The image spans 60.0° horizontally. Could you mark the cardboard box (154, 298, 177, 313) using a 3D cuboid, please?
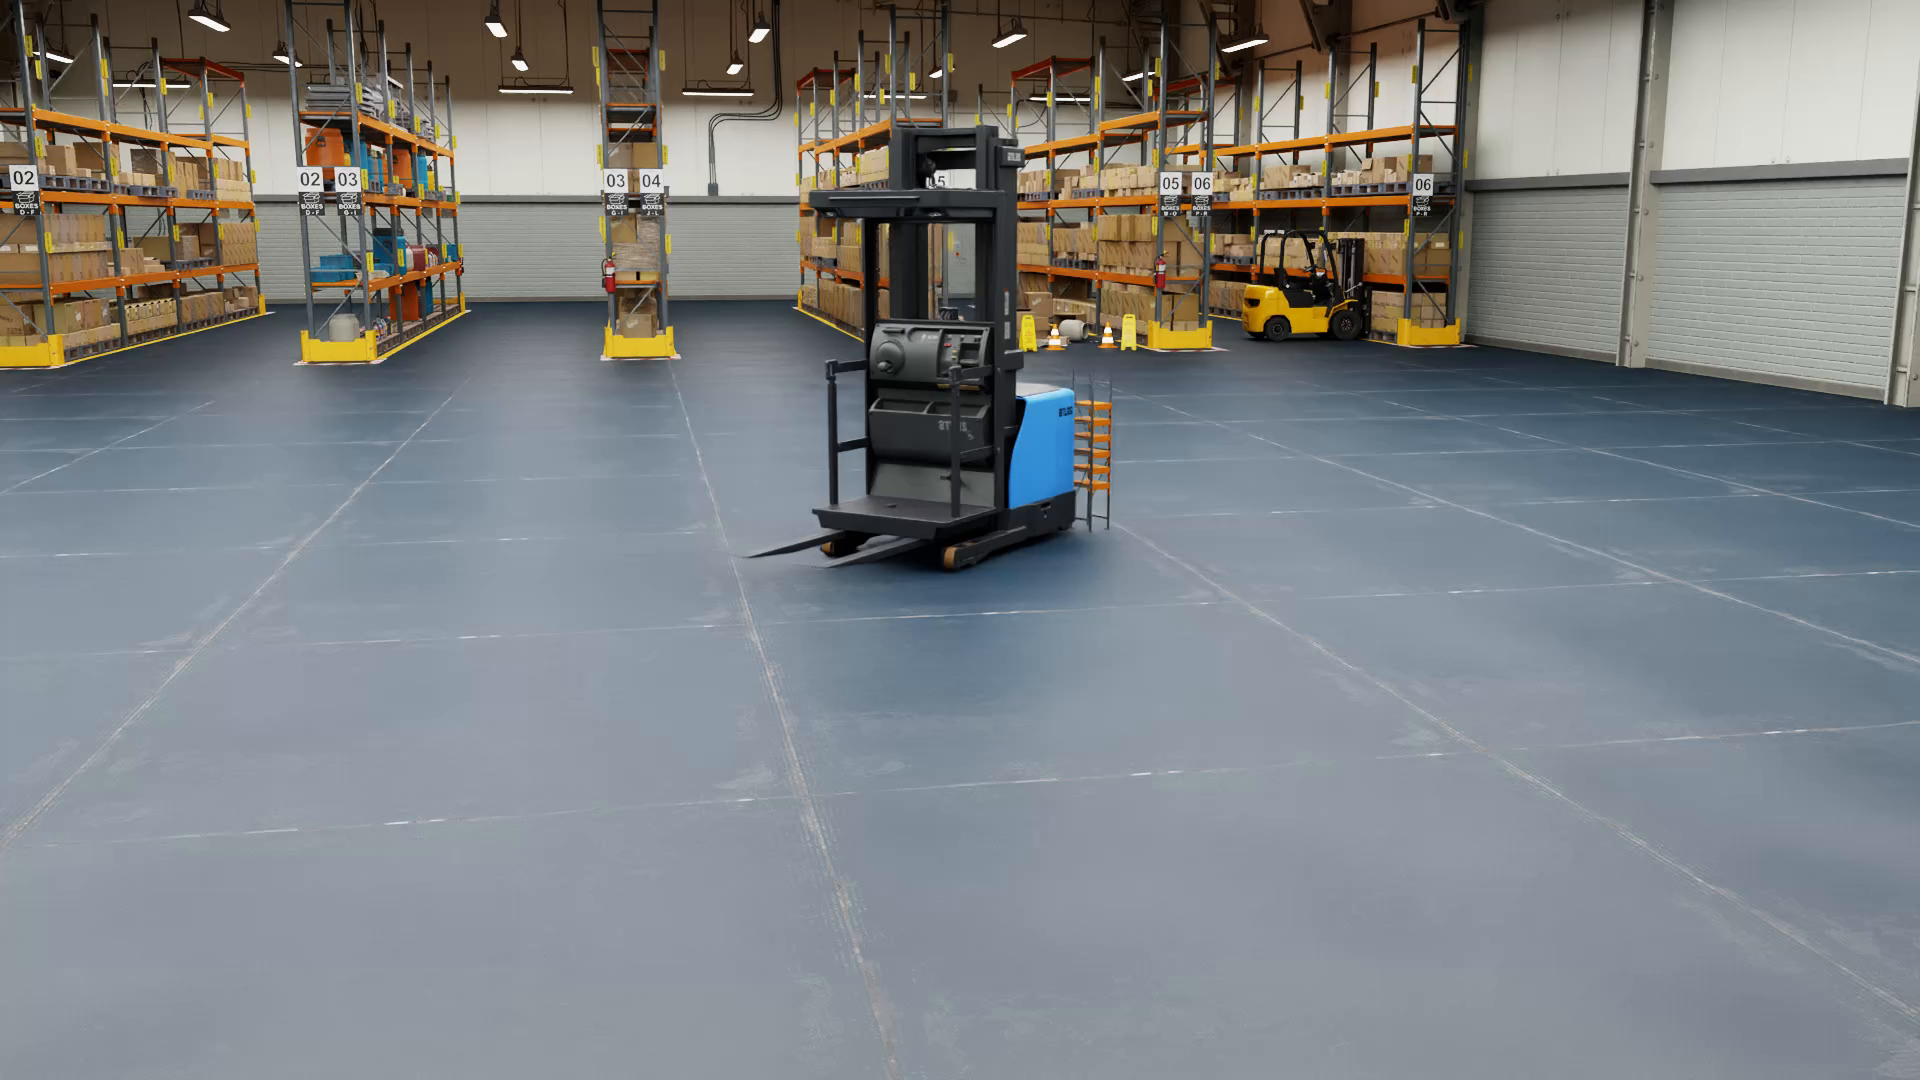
[{"bbox_3d":[-16.532,-4.844,34.356,0.500,0.311,0.500,-2,11,-10],"label":"cardboard box"}]

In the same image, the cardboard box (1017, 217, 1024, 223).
[{"bbox_3d":[1.413,-8.158,42.357,0.380,0.149,0.250,-2,11,-12],"label":"cardboard box"}]

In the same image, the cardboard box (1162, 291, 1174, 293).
[{"bbox_3d":[4.033,-4.627,32.710,0.500,0.500,0.500,-2,11,-10],"label":"cardboard box"}]

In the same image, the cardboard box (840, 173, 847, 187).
[{"bbox_3d":[-2.347,-7.866,36.327,0.500,0.311,0.500,-2,11,-11],"label":"cardboard box"}]

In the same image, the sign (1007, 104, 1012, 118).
[{"bbox_3d":[1.236,-10.722,41.539,0.100,0.325,0.005,-2,11,-11],"label":"sign"}]

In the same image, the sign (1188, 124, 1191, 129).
[{"bbox_3d":[6.424,-11.669,46.515,0.100,0.325,0.005,-2,11,-11],"label":"sign"}]

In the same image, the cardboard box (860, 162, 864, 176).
[{"bbox_3d":[-1.674,-7.289,32.665,0.500,0.250,0.500,-2,11,-11],"label":"cardboard box"}]

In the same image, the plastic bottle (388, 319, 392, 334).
[{"bbox_3d":[-10.820,-4.051,31.548,0.061,0.283,0.133,-2,11,-8],"label":"plastic bottle"}]

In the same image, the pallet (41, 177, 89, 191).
[{"bbox_3d":[-15.672,-6.118,28.531,1.003,0.211,1.213,-2,11,-11],"label":"pallet"}]

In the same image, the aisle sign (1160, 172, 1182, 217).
[{"bbox_3d":[3.847,-6.308,30.363,0.394,0.787,0.004,-2,11,-11],"label":"aisle sign"}]

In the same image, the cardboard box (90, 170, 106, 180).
[{"bbox_3d":[-16.208,-6.786,31.083,0.500,0.250,0.500,-1,11,-5],"label":"cardboard box"}]

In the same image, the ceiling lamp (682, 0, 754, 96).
[{"bbox_3d":[-6.748,-14.026,46.210,2.000,3.185,0.800,-2,11,-11],"label":"ceiling lamp"}]

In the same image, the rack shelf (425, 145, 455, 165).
[{"bbox_3d":[-13.183,-9.477,40.916,1.077,0.370,4.000,-2,11,-11],"label":"rack shelf"}]

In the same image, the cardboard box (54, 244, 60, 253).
[{"bbox_3d":[-15.285,-4.875,27.783,0.380,0.149,0.250,-2,11,-11],"label":"cardboard box"}]

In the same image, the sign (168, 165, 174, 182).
[{"bbox_3d":[-16.329,-7.585,34.410,0.100,0.325,0.005,-2,11,-11],"label":"sign"}]

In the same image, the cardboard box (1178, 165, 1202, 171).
[{"bbox_3d":[4.250,-6.867,30.771,0.380,0.149,0.250,-2,11,-11],"label":"cardboard box"}]

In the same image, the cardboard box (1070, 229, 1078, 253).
[{"bbox_3d":[2.732,-6.546,36.381,0.500,0.500,0.500,-3,11,-13],"label":"cardboard box"}]

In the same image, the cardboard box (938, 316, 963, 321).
[{"bbox_3d":[-0.186,-4.114,32.466,0.500,0.500,0.500,0,11,-1],"label":"cardboard box"}]

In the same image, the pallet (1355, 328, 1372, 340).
[{"bbox_3d":[8.564,-4.226,33.836,1.003,0.211,1.213,-2,11,-11],"label":"pallet"}]

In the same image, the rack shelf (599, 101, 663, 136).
[{"bbox_3d":[-5.990,-7.651,30.262,1.077,0.370,4.000,-2,11,-11],"label":"rack shelf"}]

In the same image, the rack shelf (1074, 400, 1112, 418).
[{"bbox_3d":[0.986,-0.986,12.480,0.180,0.103,0.258,-8,13,-37],"label":"rack shelf"}]

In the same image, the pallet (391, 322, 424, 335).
[{"bbox_3d":[-11.903,-4.466,35.097,1.003,0.211,1.213,-2,11,-11],"label":"pallet"}]

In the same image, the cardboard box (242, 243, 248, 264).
[{"bbox_3d":[-17.881,-7.058,40.987,0.500,0.500,0.500,-2,11,-11],"label":"cardboard box"}]

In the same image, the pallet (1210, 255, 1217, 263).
[{"bbox_3d":[6.702,-7.190,42.464,1.003,0.211,1.213,-2,11,-11],"label":"pallet"}]

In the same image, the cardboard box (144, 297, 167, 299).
[{"bbox_3d":[-17.287,-4.951,35.697,0.500,0.500,0.500,-2,11,-9],"label":"cardboard box"}]

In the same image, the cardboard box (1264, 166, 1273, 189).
[{"bbox_3d":[7.334,-8.338,38.299,0.500,0.500,0.500,-2,11,-11],"label":"cardboard box"}]

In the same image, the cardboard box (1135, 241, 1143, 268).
[{"bbox_3d":[3.651,-5.430,31.638,0.500,0.500,0.500,-2,11,-11],"label":"cardboard box"}]

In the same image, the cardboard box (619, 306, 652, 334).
[{"bbox_3d":[-6.222,-4.225,31.933,0.500,0.500,0.500,1,11,7],"label":"cardboard box"}]

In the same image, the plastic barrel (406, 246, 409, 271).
[{"bbox_3d":[-11.435,-5.710,33.811,0.433,0.535,0.433,0,11,0],"label":"plastic barrel"}]

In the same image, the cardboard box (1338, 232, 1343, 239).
[{"bbox_3d":[8.137,-6.368,34.835,0.380,0.149,0.250,-2,11,-10],"label":"cardboard box"}]

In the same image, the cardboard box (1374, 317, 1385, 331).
[{"bbox_3d":[8.499,-4.256,32.765,0.500,0.250,0.500,-2,11,-11],"label":"cardboard box"}]

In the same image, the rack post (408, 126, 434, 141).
[{"bbox_3d":[-12.275,-9.048,37.005,0.937,0.300,0.954,-1,11,-5],"label":"rack post"}]

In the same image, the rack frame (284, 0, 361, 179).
[{"bbox_3d":[-10.460,-7.459,27.321,1.000,3.000,0.127,-2,11,-11],"label":"rack frame"}]

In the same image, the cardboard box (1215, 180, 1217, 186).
[{"bbox_3d":[6.594,-8.930,41.558,0.380,0.149,0.250,-2,11,-10],"label":"cardboard box"}]

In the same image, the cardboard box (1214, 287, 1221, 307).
[{"bbox_3d":[6.733,-6.127,41.929,0.500,0.500,0.500,-2,11,-13],"label":"cardboard box"}]

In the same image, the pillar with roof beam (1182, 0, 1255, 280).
[{"bbox_3d":[3.180,-10.386,42.696,9.100,9.000,0.548,-2,11,-11],"label":"pillar with roof beam"}]

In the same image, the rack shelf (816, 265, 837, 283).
[{"bbox_3d":[-2.661,-6.335,39.382,1.077,0.370,4.000,-2,11,-11],"label":"rack shelf"}]

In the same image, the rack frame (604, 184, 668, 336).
[{"bbox_3d":[-5.601,-4.692,28.828,1.000,3.000,0.127,-2,11,-11],"label":"rack frame"}]

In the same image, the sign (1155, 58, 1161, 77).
[{"bbox_3d":[3.571,-8.520,29.972,0.100,0.325,0.005,-2,11,-11],"label":"sign"}]

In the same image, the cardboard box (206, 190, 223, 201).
[{"bbox_3d":[-17.505,-8.032,38.752,0.500,0.250,0.500,-2,11,-11],"label":"cardboard box"}]

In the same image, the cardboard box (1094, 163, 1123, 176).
[{"bbox_3d":[3.104,-7.740,34.758,0.500,0.250,0.500,-2,11,-10],"label":"cardboard box"}]

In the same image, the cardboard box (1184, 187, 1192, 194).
[{"bbox_3d":[4.373,-6.476,30.846,0.380,0.149,0.250,-2,11,-11],"label":"cardboard box"}]

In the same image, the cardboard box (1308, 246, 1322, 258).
[{"bbox_3d":[7.863,-6.220,35.920,0.500,0.250,0.500,-2,11,-12],"label":"cardboard box"}]

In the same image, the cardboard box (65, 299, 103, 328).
[{"bbox_3d":[-15.606,-4.030,29.571,0.500,0.500,0.500,-2,11,-11],"label":"cardboard box"}]

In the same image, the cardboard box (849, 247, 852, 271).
[{"bbox_3d":[-2.055,-5.908,34.949,0.500,0.500,0.500,-2,11,-10],"label":"cardboard box"}]

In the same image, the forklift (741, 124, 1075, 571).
[{"bbox_3d":[-0.319,-1.328,11.336,1.130,2.935,3.031,6,13,30],"label":"forklift"}]

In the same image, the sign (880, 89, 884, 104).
[{"bbox_3d":[-1.729,-9.826,36.834,0.100,0.325,0.005,-2,11,-11],"label":"sign"}]

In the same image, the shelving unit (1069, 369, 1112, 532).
[{"bbox_3d":[0.985,-0.676,12.538,0.189,1.200,0.258,-8,13,-37],"label":"shelving unit"}]

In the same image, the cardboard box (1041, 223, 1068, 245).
[{"bbox_3d":[2.206,-7.146,38.776,0.500,0.500,0.500,-2,11,-13],"label":"cardboard box"}]
